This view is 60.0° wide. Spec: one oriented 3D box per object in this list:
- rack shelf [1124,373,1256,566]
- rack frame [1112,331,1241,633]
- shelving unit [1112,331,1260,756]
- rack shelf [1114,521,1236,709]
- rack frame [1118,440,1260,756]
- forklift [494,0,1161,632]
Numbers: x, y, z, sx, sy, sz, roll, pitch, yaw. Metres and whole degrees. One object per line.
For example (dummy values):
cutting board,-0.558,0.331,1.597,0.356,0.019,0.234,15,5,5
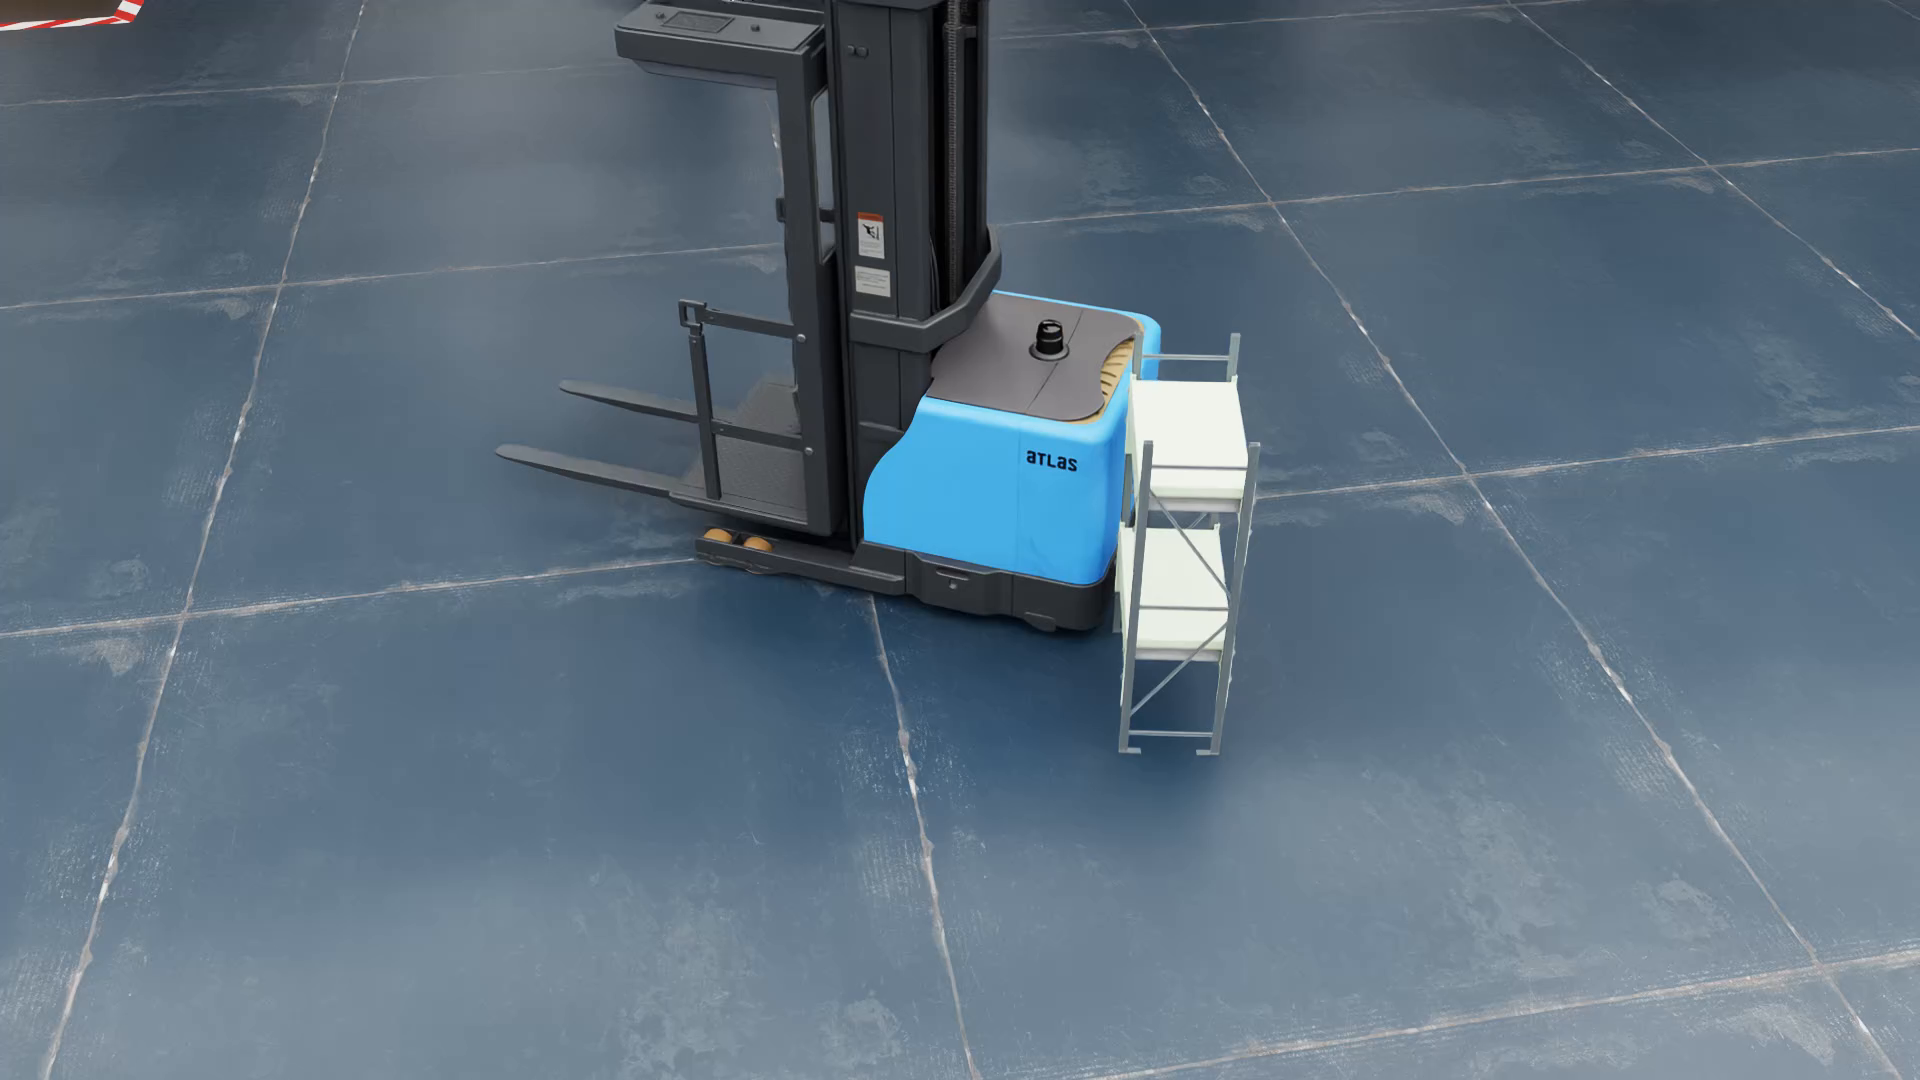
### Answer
rack shelf,0.849,-0.275,6.246,0.431,0.370,0.720,1,38,2
rack frame,0.864,-0.191,6.774,0.400,1.500,0.023,1,38,2
shelving unit,0.849,0.033,6.485,0.431,1.500,0.755,1,38,2
rack shelf,0.849,0.291,6.685,0.431,0.370,0.720,1,38,2
rack frame,0.835,0.257,6.196,0.400,1.500,0.023,1,38,2
forklift,-0.684,-1.297,7.030,3.031,2.935,1.130,12,39,15
